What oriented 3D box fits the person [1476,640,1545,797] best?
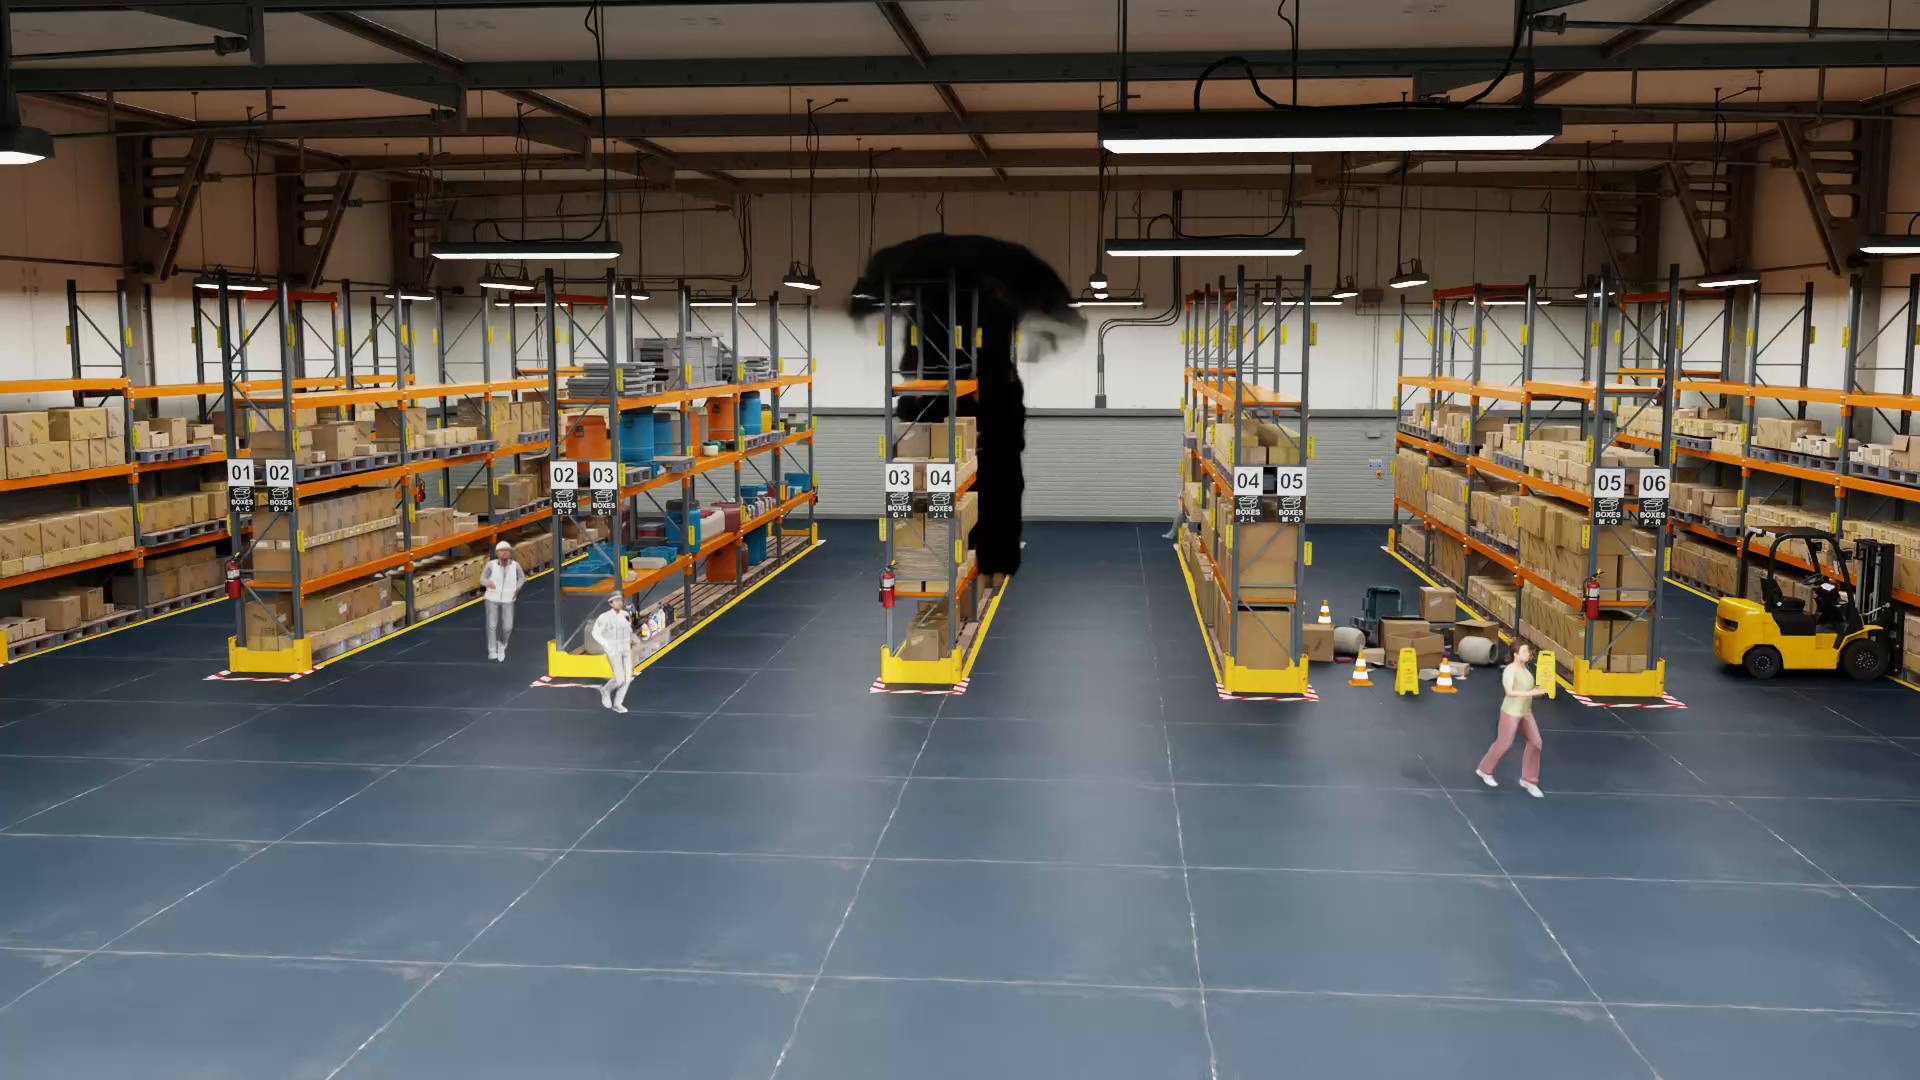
[{"bbox_3d":[6.082,1.961,18.330,0.564,1.717,0.780,-6,9,-40],"label":"person"}]

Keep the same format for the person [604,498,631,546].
[{"bbox_3d":[-7.196,-0.129,35.123,0.692,1.742,0.656,-1,7,-5],"label":"person"}]

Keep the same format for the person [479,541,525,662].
[{"bbox_3d":[-6.703,0.914,24.415,0.670,1.796,0.638,-2,7,-18],"label":"person"}]

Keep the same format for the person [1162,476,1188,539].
[{"bbox_3d":[5.469,-0.802,40.847,1.142,1.656,0.743,2,7,17],"label":"person"}]

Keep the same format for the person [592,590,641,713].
[{"bbox_3d":[-4.552,1.492,22.214,0.561,1.645,0.611,6,9,42],"label":"person"}]
